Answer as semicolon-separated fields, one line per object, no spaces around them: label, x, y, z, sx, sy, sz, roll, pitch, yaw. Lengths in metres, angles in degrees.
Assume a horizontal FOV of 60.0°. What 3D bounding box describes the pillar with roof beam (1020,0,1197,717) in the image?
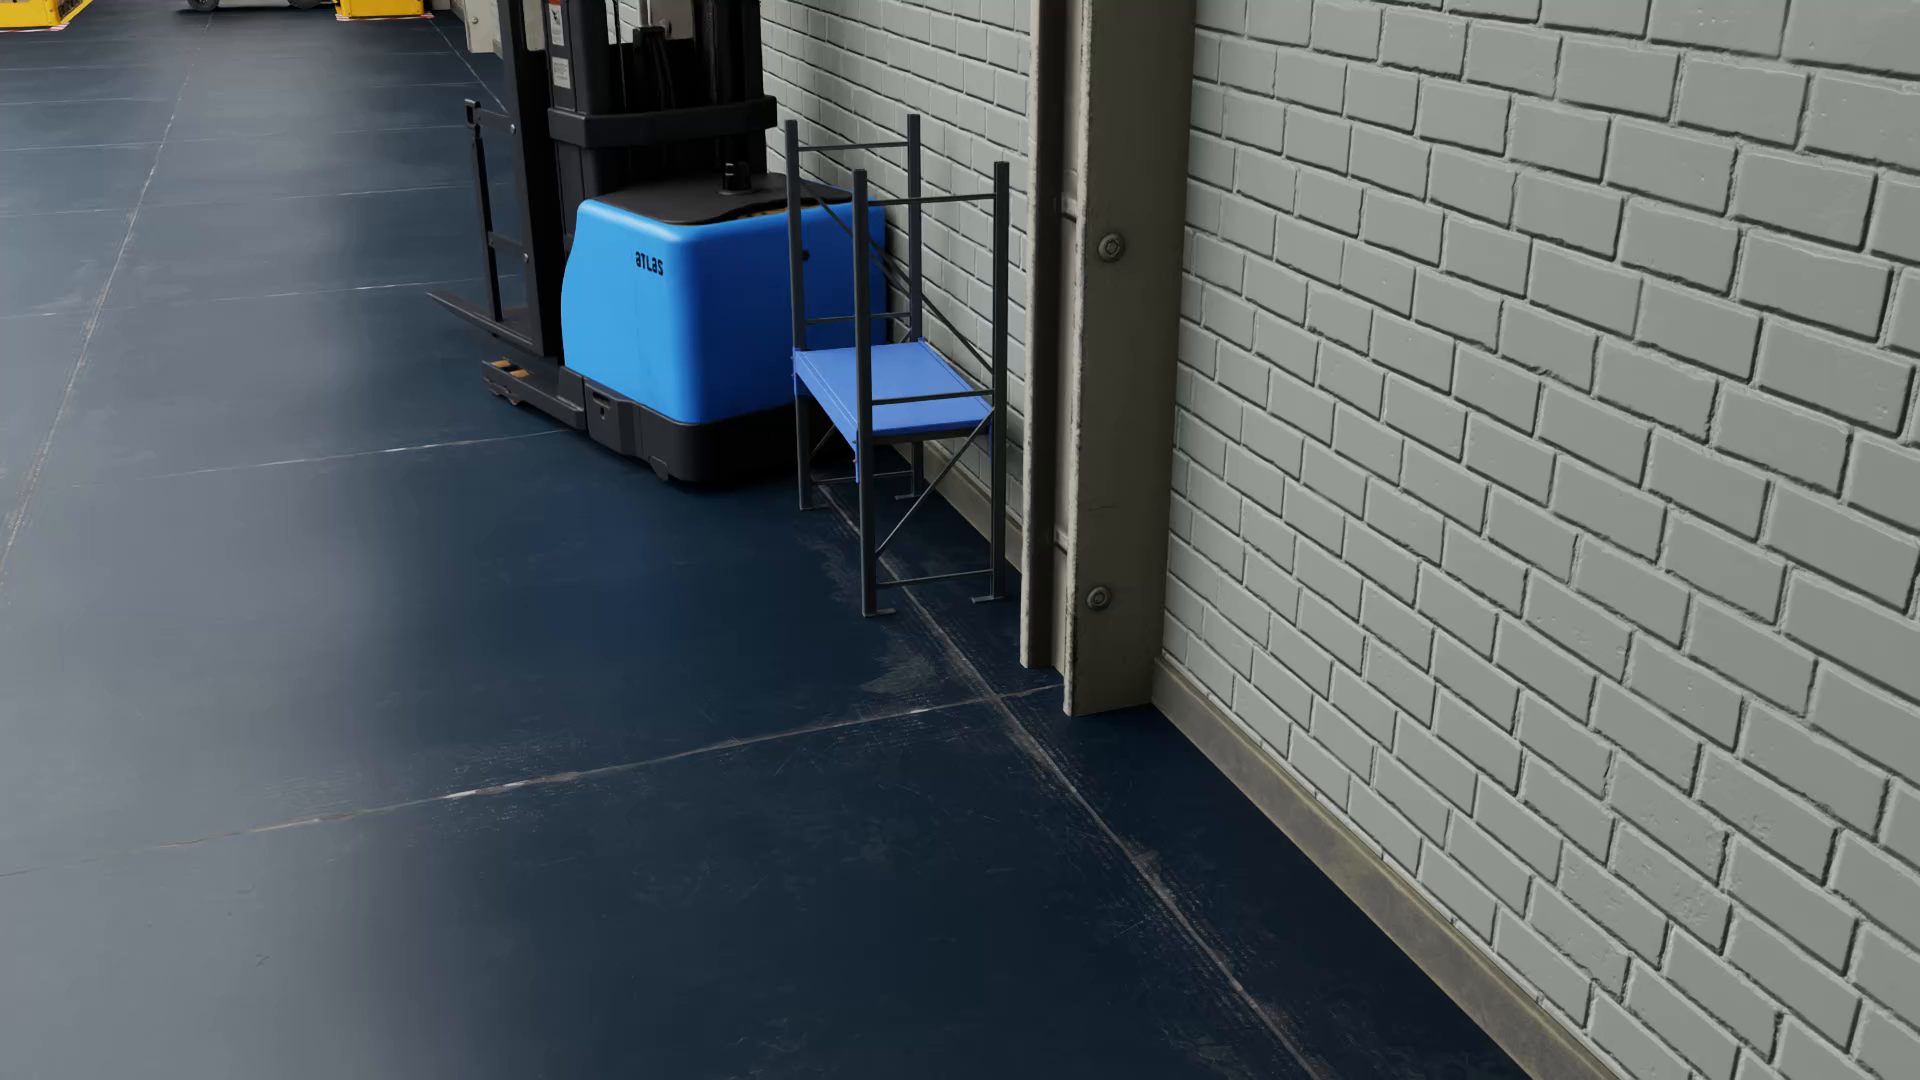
pillar with roof beam;-3.623;-3.117;2.059;9.100;9.000;0.400;-8;24;-19

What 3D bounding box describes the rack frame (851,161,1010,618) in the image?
rack frame;-0.089;-0.461;5.414;0.500;1.500;0.032;-7;24;-16

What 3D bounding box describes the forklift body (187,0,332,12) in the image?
forklift body;-11.048;-9.335;25.628;2.313;2.155;1.214;-8;24;-19

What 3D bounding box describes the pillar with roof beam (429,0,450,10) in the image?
pillar with roof beam;-12.102;-11.838;22.749;9.100;9.000;0.400;-8;24;-19

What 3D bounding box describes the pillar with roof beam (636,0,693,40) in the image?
pillar with roof beam;-5.743;-5.297;7.232;9.100;9.000;0.400;-8;24;-19

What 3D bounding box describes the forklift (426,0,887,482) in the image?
forklift;-1.609;-2.083;7.418;1.130;2.935;3.031;-17;28;-35

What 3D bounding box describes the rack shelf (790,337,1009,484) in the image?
rack shelf;-0.238;-0.484;5.931;0.538;0.185;1.000;-7;24;-16

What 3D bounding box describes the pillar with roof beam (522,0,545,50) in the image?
pillar with roof beam;-7.862;-7.477;12.404;9.100;9.000;0.400;-8;24;-19

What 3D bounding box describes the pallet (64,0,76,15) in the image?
pallet;-14.022;-8.090;25.172;1.003;0.211;1.213;-8;24;-19

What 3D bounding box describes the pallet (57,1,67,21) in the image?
pallet;-13.594;-7.647;24.122;1.003;0.211;1.213;-8;24;-19

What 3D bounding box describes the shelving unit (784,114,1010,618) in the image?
shelving unit;-0.238;-0.650;5.861;0.538;1.500;1.048;-7;24;-16

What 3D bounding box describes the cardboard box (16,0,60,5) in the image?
cardboard box;-13.340;-7.862;24.041;0.500;0.250;0.500;-9;24;-19

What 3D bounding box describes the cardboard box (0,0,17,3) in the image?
cardboard box;-13.859;-7.797;23.886;0.500;0.250;0.500;-8;24;-19

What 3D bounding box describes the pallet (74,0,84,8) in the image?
pallet;-14.456;-8.534;26.226;1.003;0.211;1.213;-8;24;-19

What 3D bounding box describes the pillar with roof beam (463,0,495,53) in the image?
pillar with roof beam;-9.982;-9.657;17.577;9.100;9.000;0.400;-8;24;-19

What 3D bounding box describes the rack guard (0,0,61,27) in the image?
rack guard;-13.340;-7.480;23.354;1.175;0.500;0.348;-8;24;-19

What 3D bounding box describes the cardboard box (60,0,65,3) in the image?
cardboard box;-13.513;-8.049;24.484;0.500;0.250;0.500;-7;24;-17

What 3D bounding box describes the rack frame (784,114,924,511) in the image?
rack frame;-0.388;-0.839;6.309;0.500;1.500;0.032;-7;24;-16

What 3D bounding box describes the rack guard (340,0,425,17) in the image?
rack guard;-8.663;-8.126;24.887;1.175;0.500;0.348;-8;24;-19
